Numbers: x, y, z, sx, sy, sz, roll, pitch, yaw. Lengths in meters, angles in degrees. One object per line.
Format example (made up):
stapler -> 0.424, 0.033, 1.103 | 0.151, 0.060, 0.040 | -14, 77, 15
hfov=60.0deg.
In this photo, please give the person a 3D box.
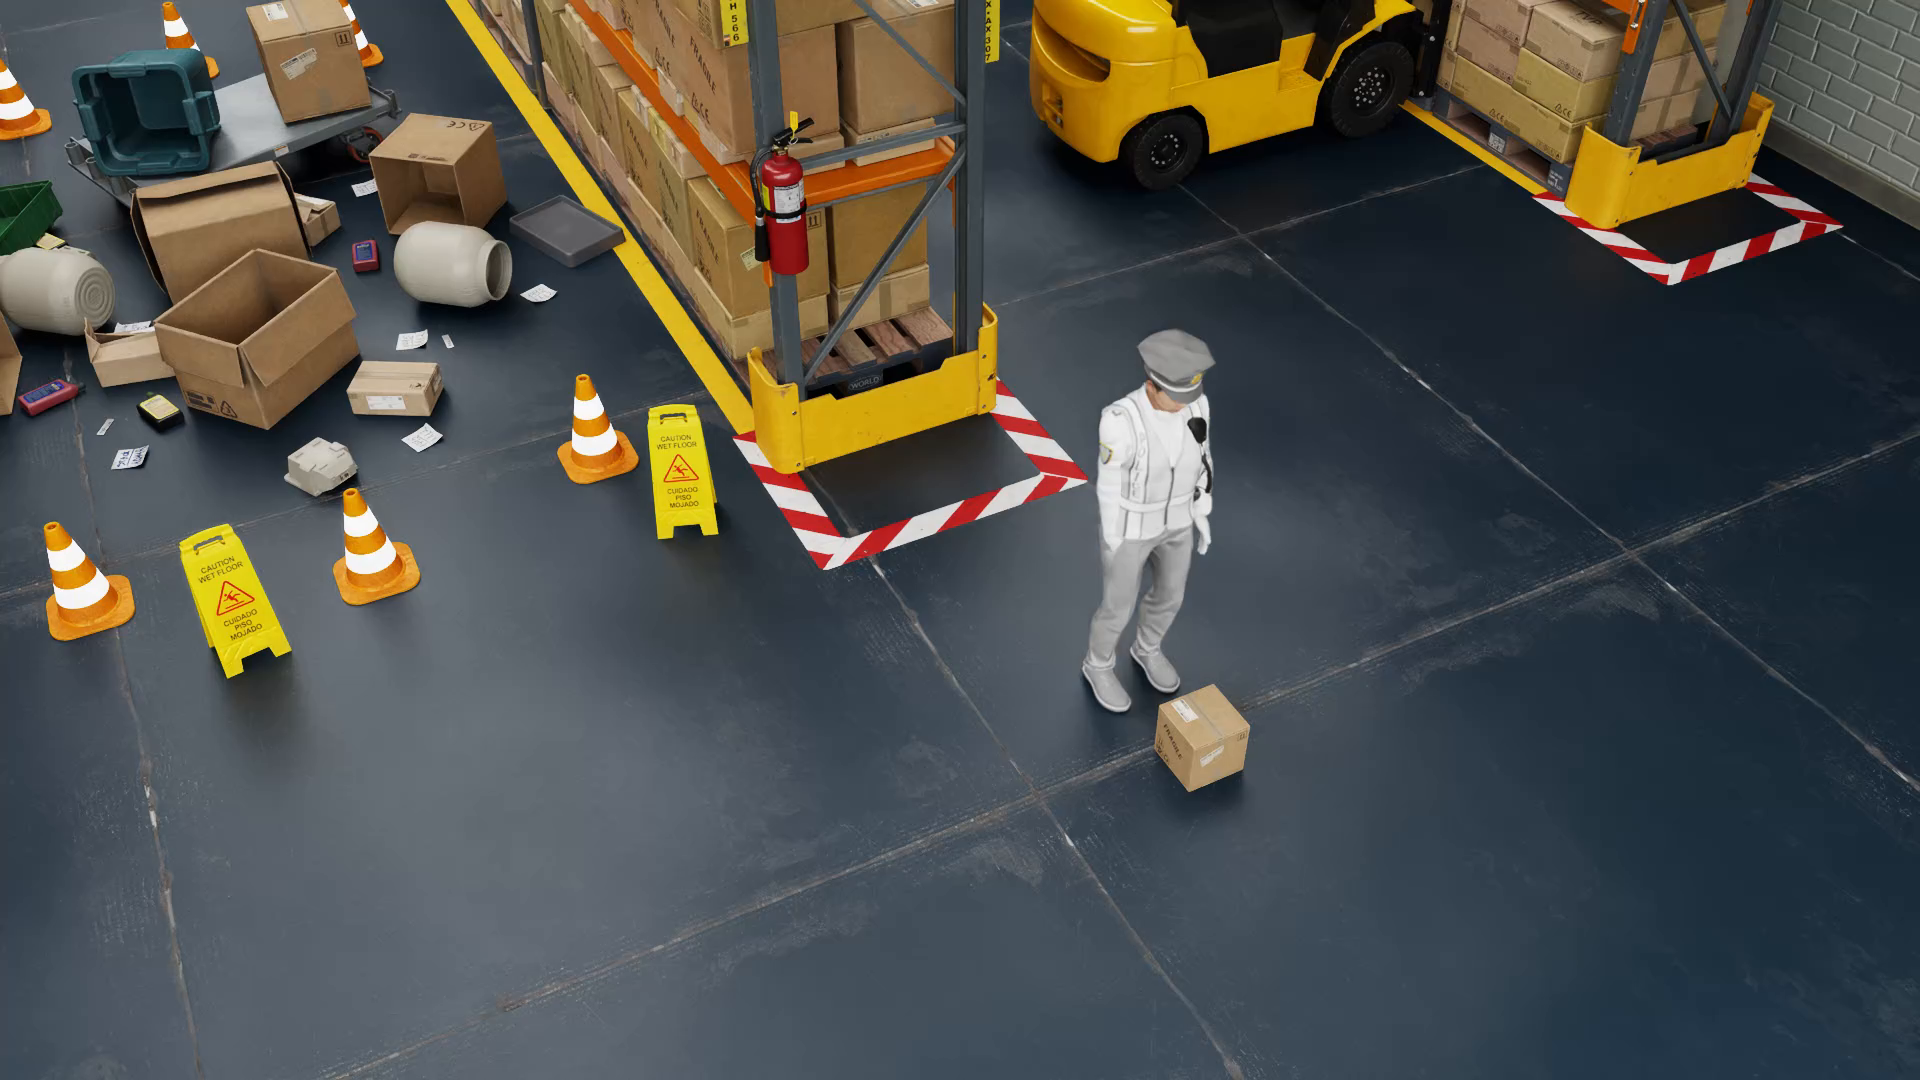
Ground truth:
person -> 0.722, -0.059, 6.235 | 0.474, 1.661, 0.327 | -18, 45, -19
